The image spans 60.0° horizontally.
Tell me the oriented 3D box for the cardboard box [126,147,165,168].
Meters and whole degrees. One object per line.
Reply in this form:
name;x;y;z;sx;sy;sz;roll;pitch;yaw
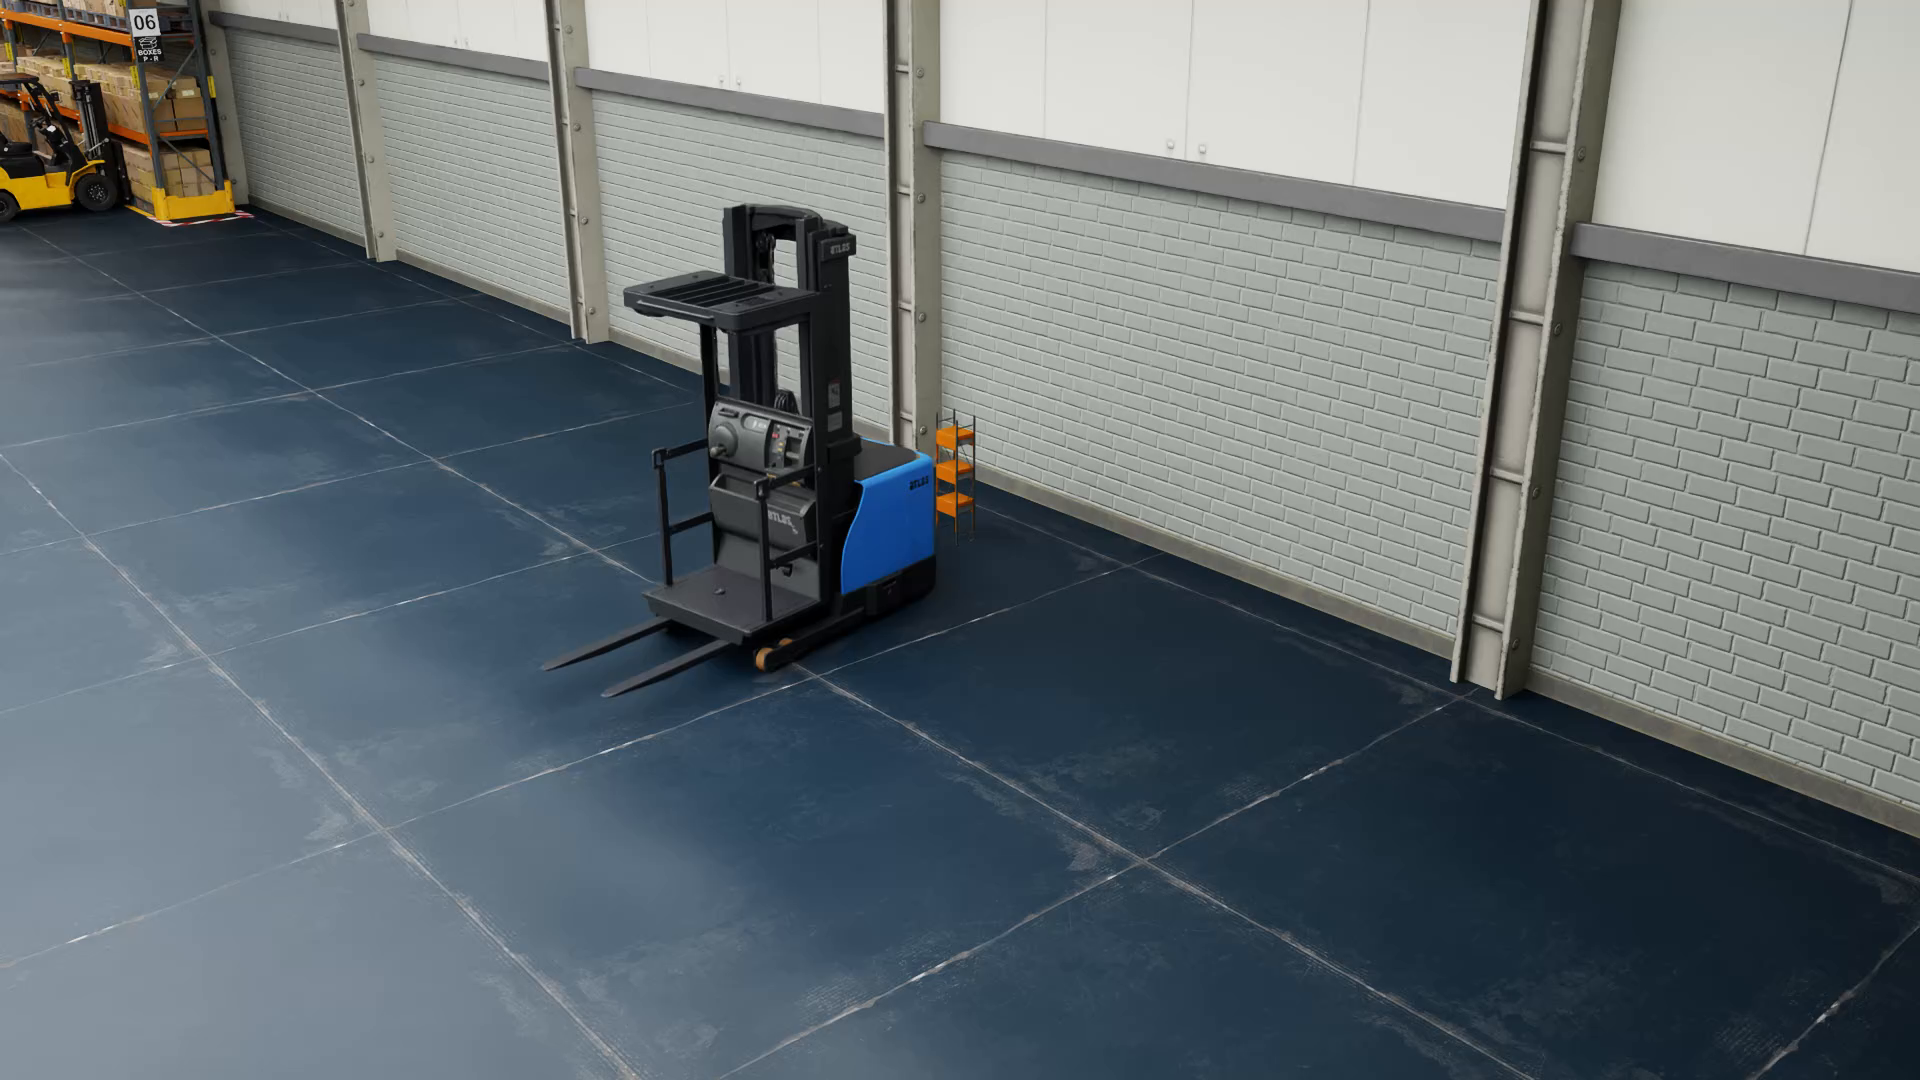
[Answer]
cardboard box;-13.258;-6.241;27.129;0.500;0.250;0.500;-17;27;-36

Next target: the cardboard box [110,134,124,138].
cardboard box;-14.591;-6.802;28.560;0.500;0.250;0.500;-17;27;-37

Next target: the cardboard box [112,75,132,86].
cardboard box;-13.513;-7.462;26.989;0.380;0.149;0.250;-17;27;-36

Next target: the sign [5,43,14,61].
sign;-18.011;-9.248;31.505;0.100;0.325;0.005;-17;27;-37

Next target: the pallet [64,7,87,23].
pallet;-14.418;-8.899;28.100;1.003;0.211;1.213;-17;27;-37

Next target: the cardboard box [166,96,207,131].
cardboard box;-12.497;-6.917;26.895;0.500;0.500;0.500;-16;27;-36

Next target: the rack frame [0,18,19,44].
rack frame;-20.217;-9.983;34.859;1.000;3.000;0.127;-17;27;-37

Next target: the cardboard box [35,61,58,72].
cardboard box;-16.770;-8.714;30.593;0.380;0.149;0.250;-17;27;-36

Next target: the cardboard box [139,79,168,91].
cardboard box;-12.777;-7.204;26.329;0.380;0.149;0.250;-17;27;-37

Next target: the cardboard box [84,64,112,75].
cardboard box;-14.759;-8.055;28.501;0.380;0.149;0.250;-17;27;-37

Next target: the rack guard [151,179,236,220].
rack guard;-12.368;-5.497;26.834;1.175;0.500;0.348;-17;27;-37

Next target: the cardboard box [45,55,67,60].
cardboard box;-17.240;-9.185;31.795;0.380;0.149;0.250;-16;27;-36

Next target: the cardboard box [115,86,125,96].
cardboard box;-13.498;-7.329;27.056;0.380;0.149;0.250;-19;28;-39

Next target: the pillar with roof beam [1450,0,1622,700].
pillar with roof beam;0.249;-2.212;6.794;9.100;9.000;0.400;-17;27;-37

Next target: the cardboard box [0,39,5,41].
cardboard box;-20.070;-10.038;34.288;0.700;0.500;0.500;-17;27;-36

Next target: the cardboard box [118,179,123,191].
cardboard box;-13.923;-6.056;28.027;0.500;0.250;0.500;-16;27;-36

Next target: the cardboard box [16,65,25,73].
cardboard box;-17.520;-8.854;31.497;0.500;0.250;0.500;-17;27;-37

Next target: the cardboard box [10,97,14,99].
cardboard box;-19.758;-9.284;35.036;0.380;0.149;0.250;-19;28;-39

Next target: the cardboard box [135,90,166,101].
cardboard box;-12.822;-7.045;26.332;0.380;0.149;0.250;-17;27;-37

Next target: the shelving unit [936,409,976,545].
shelving unit;-0.035;-0.504;13.330;0.215;1.050;0.252;-17;27;-37

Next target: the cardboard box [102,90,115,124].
cardboard box;-13.907;-7.211;27.645;0.500;0.500;0.500;-17;27;-37

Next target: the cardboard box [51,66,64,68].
cardboard box;-16.084;-8.438;29.889;0.380;0.149;0.250;-18;28;-39

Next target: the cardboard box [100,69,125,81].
cardboard box;-14.111;-7.764;27.760;0.380;0.149;0.250;-18;27;-38

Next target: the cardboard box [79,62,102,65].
cardboard box;-15.854;-8.634;30.390;0.380;0.149;0.250;-18;27;-38

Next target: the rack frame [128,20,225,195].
rack frame;-12.384;-6.668;26.395;1.000;3.000;0.127;-17;27;-37

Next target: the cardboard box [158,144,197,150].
cardboard box;-12.883;-6.364;27.442;0.500;0.250;0.500;-17;27;-37

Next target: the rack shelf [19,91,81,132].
rack shelf;-16.300;-7.990;30.758;1.077;0.370;4.000;-17;27;-37

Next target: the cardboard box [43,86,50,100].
cardboard box;-16.498;-8.203;30.520;0.500;0.250;0.500;-16;27;-36

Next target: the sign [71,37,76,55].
sign;-17.187;-9.550;32.166;0.100;0.325;0.005;-17;27;-37

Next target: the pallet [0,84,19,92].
pallet;-18.101;-8.959;32.508;1.213;0.211;1.003;-17;27;-37

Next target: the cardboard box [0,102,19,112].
cardboard box;-19.284;-8.809;33.823;0.380;0.149;0.250;-16;27;-36

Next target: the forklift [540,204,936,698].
forklift;-1.503;-0.680;11.201;1.130;2.935;3.031;17;27;36

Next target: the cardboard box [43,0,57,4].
cardboard box;-15.652;-9.512;28.953;0.500;0.311;0.500;-19;28;-39

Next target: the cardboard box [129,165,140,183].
cardboard box;-13.258;-6.017;27.242;0.500;0.250;0.500;-18;28;-38

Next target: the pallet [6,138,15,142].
pallet;-18.857;-8.132;33.956;1.003;0.211;1.213;-17;27;-37

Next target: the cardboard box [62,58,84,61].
cardboard box;-16.537;-8.911;31.096;0.380;0.149;0.250;-18;27;-38

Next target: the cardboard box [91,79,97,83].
cardboard box;-14.350;-7.676;27.941;0.380;0.149;0.250;-18;28;-38

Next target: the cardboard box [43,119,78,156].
cardboard box;-16.777;-7.614;31.490;0.875;0.625;0.625;-16;27;-36

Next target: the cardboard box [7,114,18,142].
cardboard box;-18.707;-8.260;33.312;0.500;0.500;0.500;-16;27;-35

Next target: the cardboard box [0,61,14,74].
cardboard box;-18.540;-9.218;32.536;0.500;0.250;0.500;-19;28;-40

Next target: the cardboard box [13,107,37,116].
cardboard box;-18.598;-8.523;33.093;0.380;0.149;0.250;-16;27;-36

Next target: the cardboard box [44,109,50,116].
cardboard box;-18.086;-8.559;33.187;0.380;0.149;0.250;-17;27;-37

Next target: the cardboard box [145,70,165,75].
cardboard box;-13.429;-7.733;27.679;0.380;0.149;0.250;-17;27;-37

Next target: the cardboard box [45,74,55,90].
cardboard box;-16.180;-8.294;30.066;0.500;0.250;0.500;-17;27;-36

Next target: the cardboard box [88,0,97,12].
cardboard box;-13.803;-8.896;27.117;0.797;0.503;0.637;-16;27;-36

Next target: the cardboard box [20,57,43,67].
cardboard box;-17.446;-8.995;31.310;0.380;0.149;0.250;-17;27;-36

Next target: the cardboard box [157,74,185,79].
cardboard box;-12.770;-7.448;26.953;0.380;0.149;0.250;-17;27;-36

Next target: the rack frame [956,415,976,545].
rack frame;0.045;-0.470;13.244;0.200;1.050;0.008;-17;27;-37

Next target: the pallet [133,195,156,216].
pallet;-12.915;-5.571;27.417;1.003;0.211;1.213;-17;27;-37

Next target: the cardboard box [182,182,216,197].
cardboard box;-12.556;-5.765;27.285;0.500;0.250;0.500;-17;27;-37

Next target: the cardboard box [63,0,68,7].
cardboard box;-14.932;-9.098;28.119;0.380;0.149;0.250;-17;27;-36

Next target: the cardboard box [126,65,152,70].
cardboard box;-14.031;-8.040;28.465;0.380;0.149;0.250;-18;28;-38

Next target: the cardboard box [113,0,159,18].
cardboard box;-12.857;-8.417;25.899;0.500;0.500;0.500;-16;27;-36
